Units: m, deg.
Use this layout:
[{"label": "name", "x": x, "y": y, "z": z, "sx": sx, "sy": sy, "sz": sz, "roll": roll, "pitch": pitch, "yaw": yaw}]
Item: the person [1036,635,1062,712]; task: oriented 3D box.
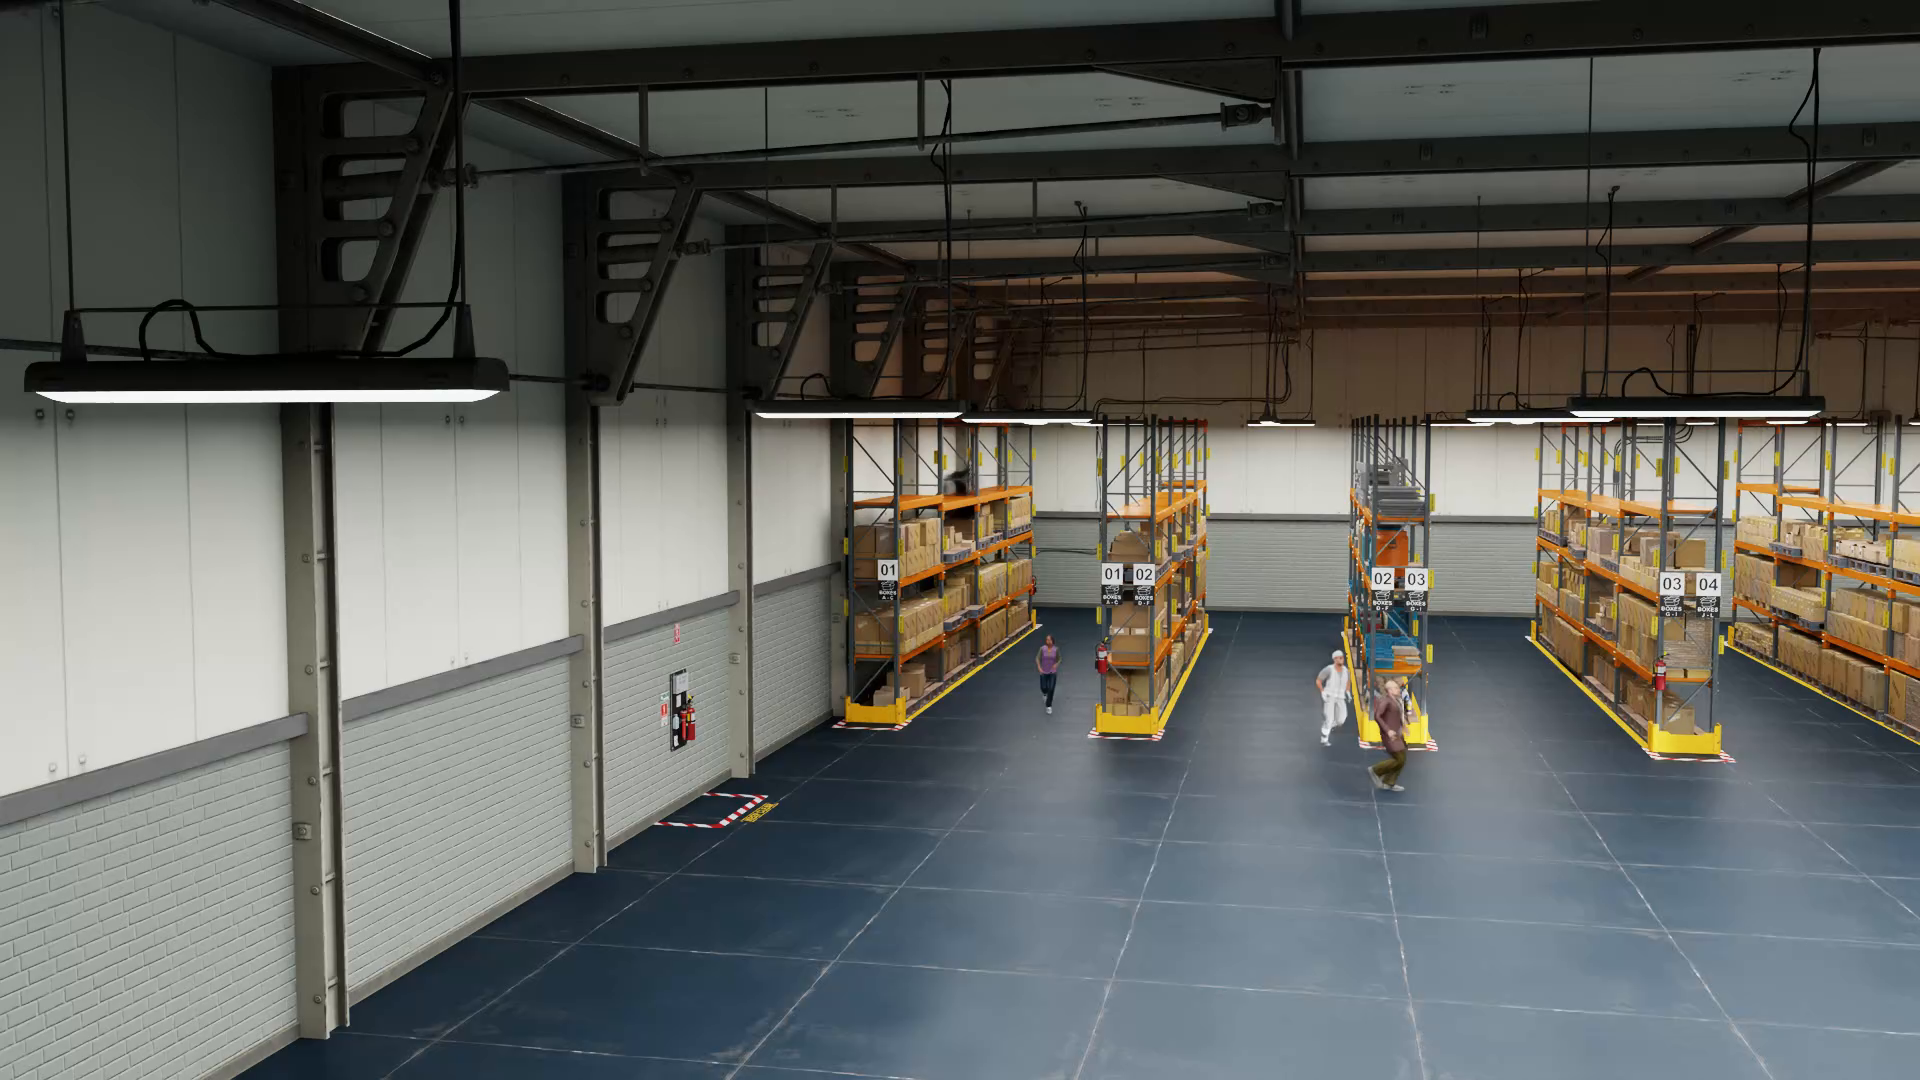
[{"label": "person", "x": 1.800, "y": 2.706, "z": 33.752, "sx": 0.542, "sy": 1.561, "sz": 0.570, "roll": 0, "pitch": 4, "yaw": 6}]

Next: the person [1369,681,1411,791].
[{"label": "person", "x": 6.800, "y": 3.102, "z": 26.326, "sx": 0.602, "sy": 1.741, "sz": 0.696, "roll": 3, "pitch": 5, "yaw": 33}]

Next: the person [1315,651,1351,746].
[{"label": "person", "x": 6.778, "y": 2.864, "z": 30.084, "sx": 0.712, "sy": 1.735, "sz": 0.559, "roll": -1, "pitch": 4, "yaw": -15}]
